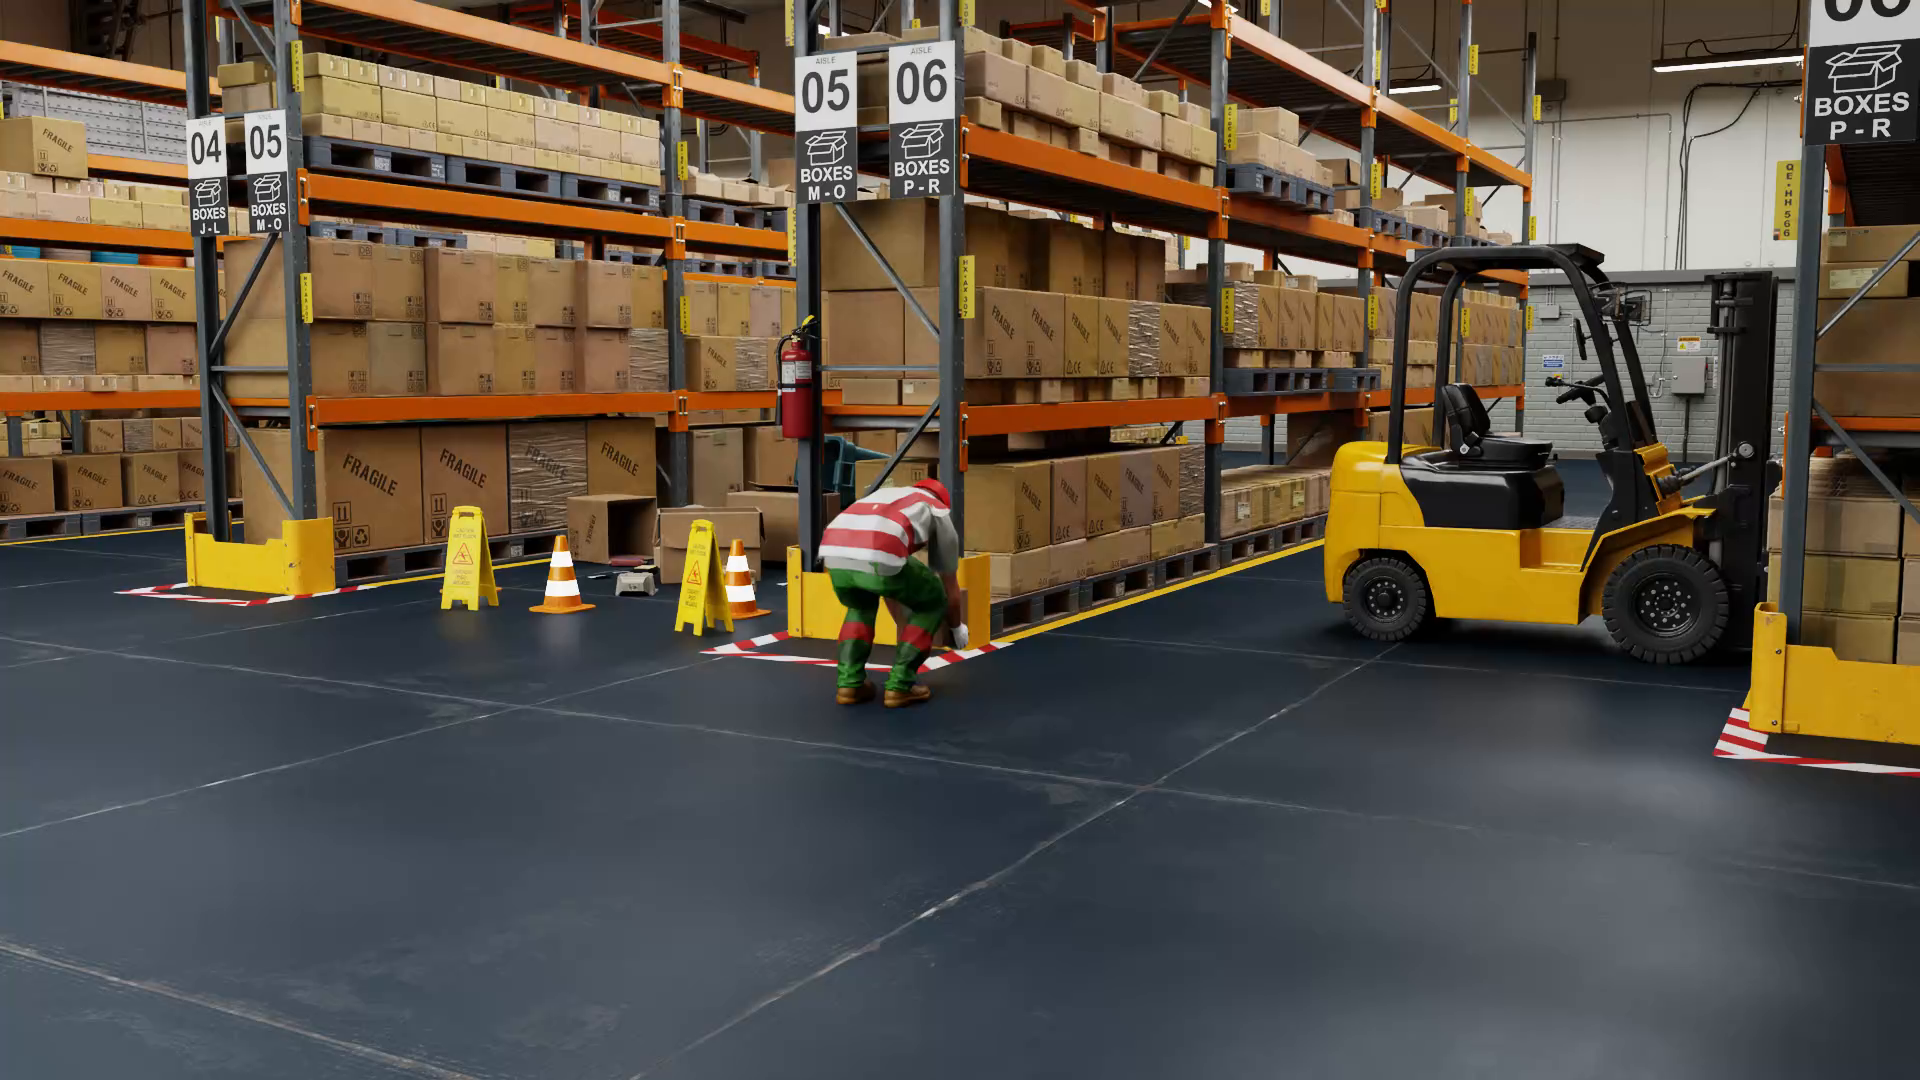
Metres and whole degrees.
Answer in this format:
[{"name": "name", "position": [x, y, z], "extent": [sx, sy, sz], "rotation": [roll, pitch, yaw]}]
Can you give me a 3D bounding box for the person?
[{"name": "person", "position": [-0.295, 0.232, 7.637], "extent": [0.530, 0.986, 0.950], "rotation": [3, 7, 26]}]
